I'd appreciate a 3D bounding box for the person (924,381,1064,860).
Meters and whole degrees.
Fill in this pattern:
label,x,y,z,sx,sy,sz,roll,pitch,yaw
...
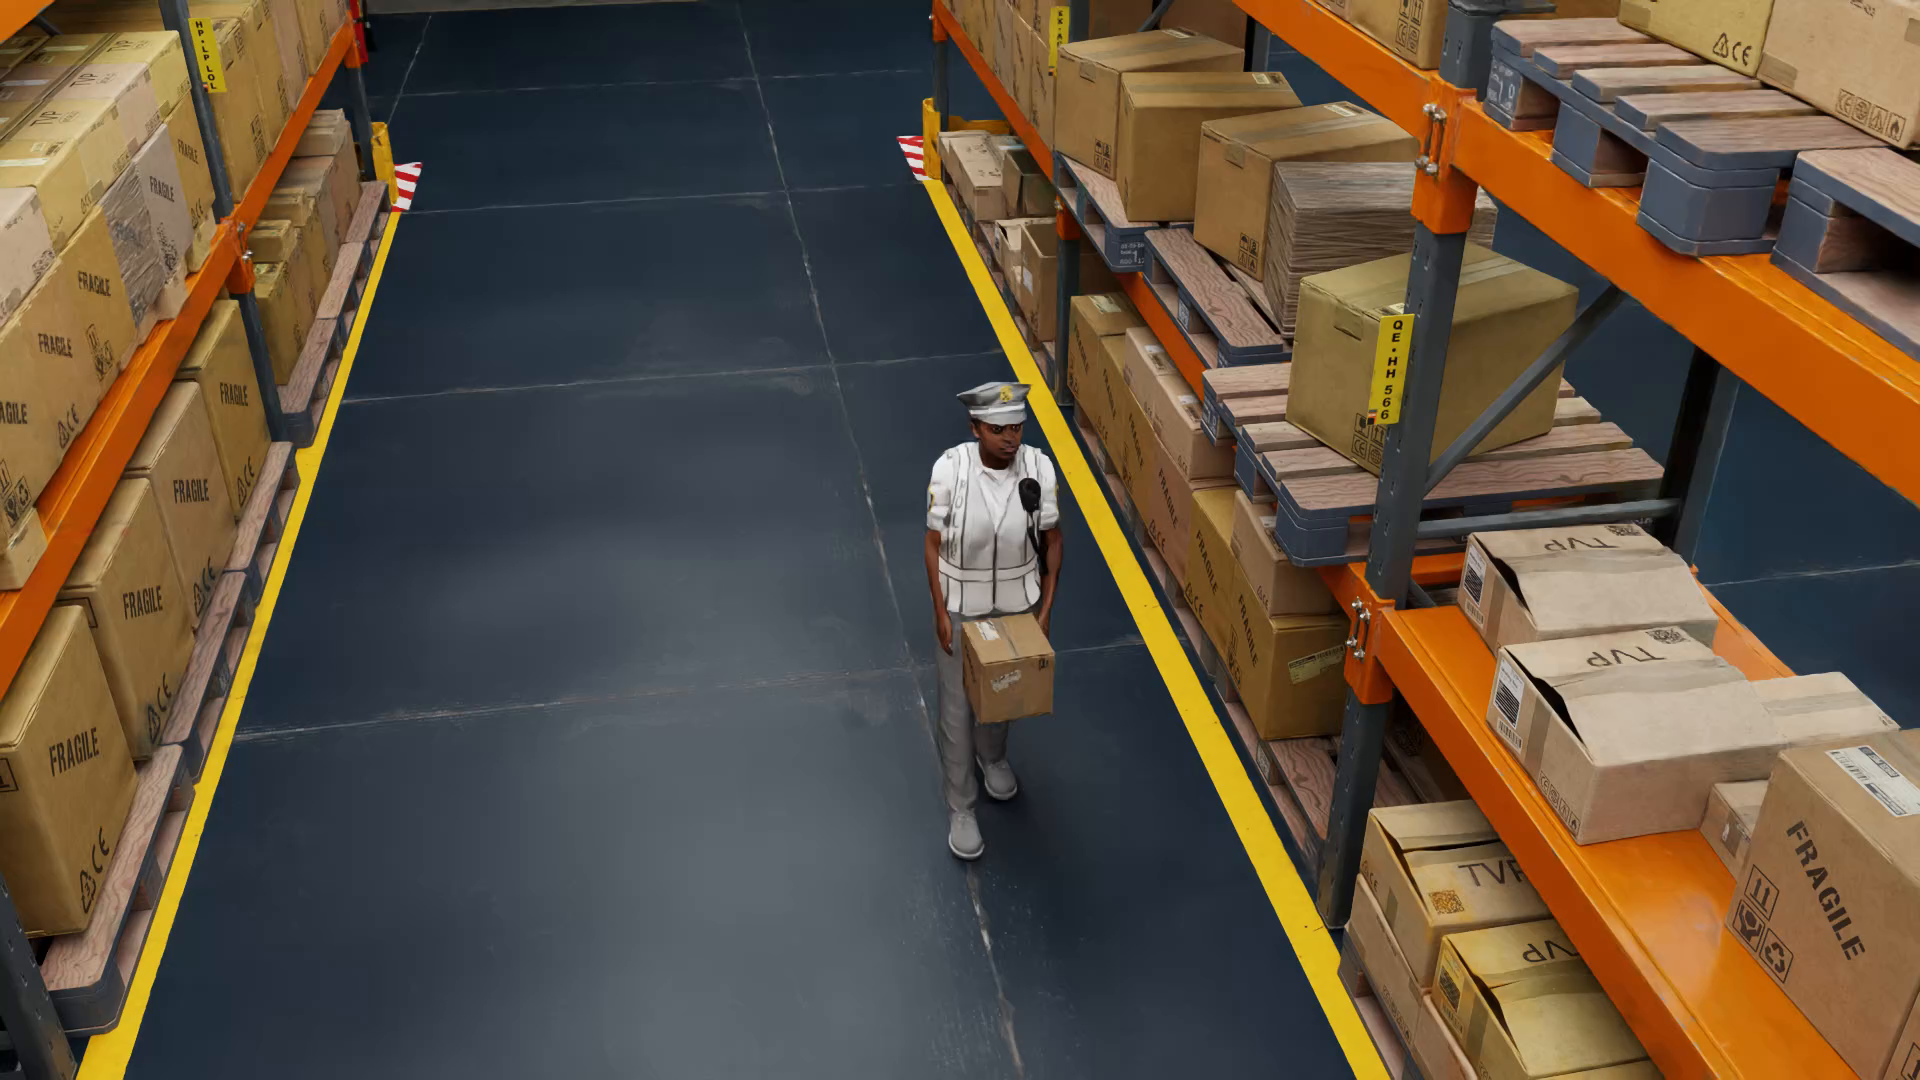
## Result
label,x,y,z,sx,sy,sz,roll,pitch,yaw
person,0.133,0.246,5.665,0.474,1.694,0.604,-6,31,-10
